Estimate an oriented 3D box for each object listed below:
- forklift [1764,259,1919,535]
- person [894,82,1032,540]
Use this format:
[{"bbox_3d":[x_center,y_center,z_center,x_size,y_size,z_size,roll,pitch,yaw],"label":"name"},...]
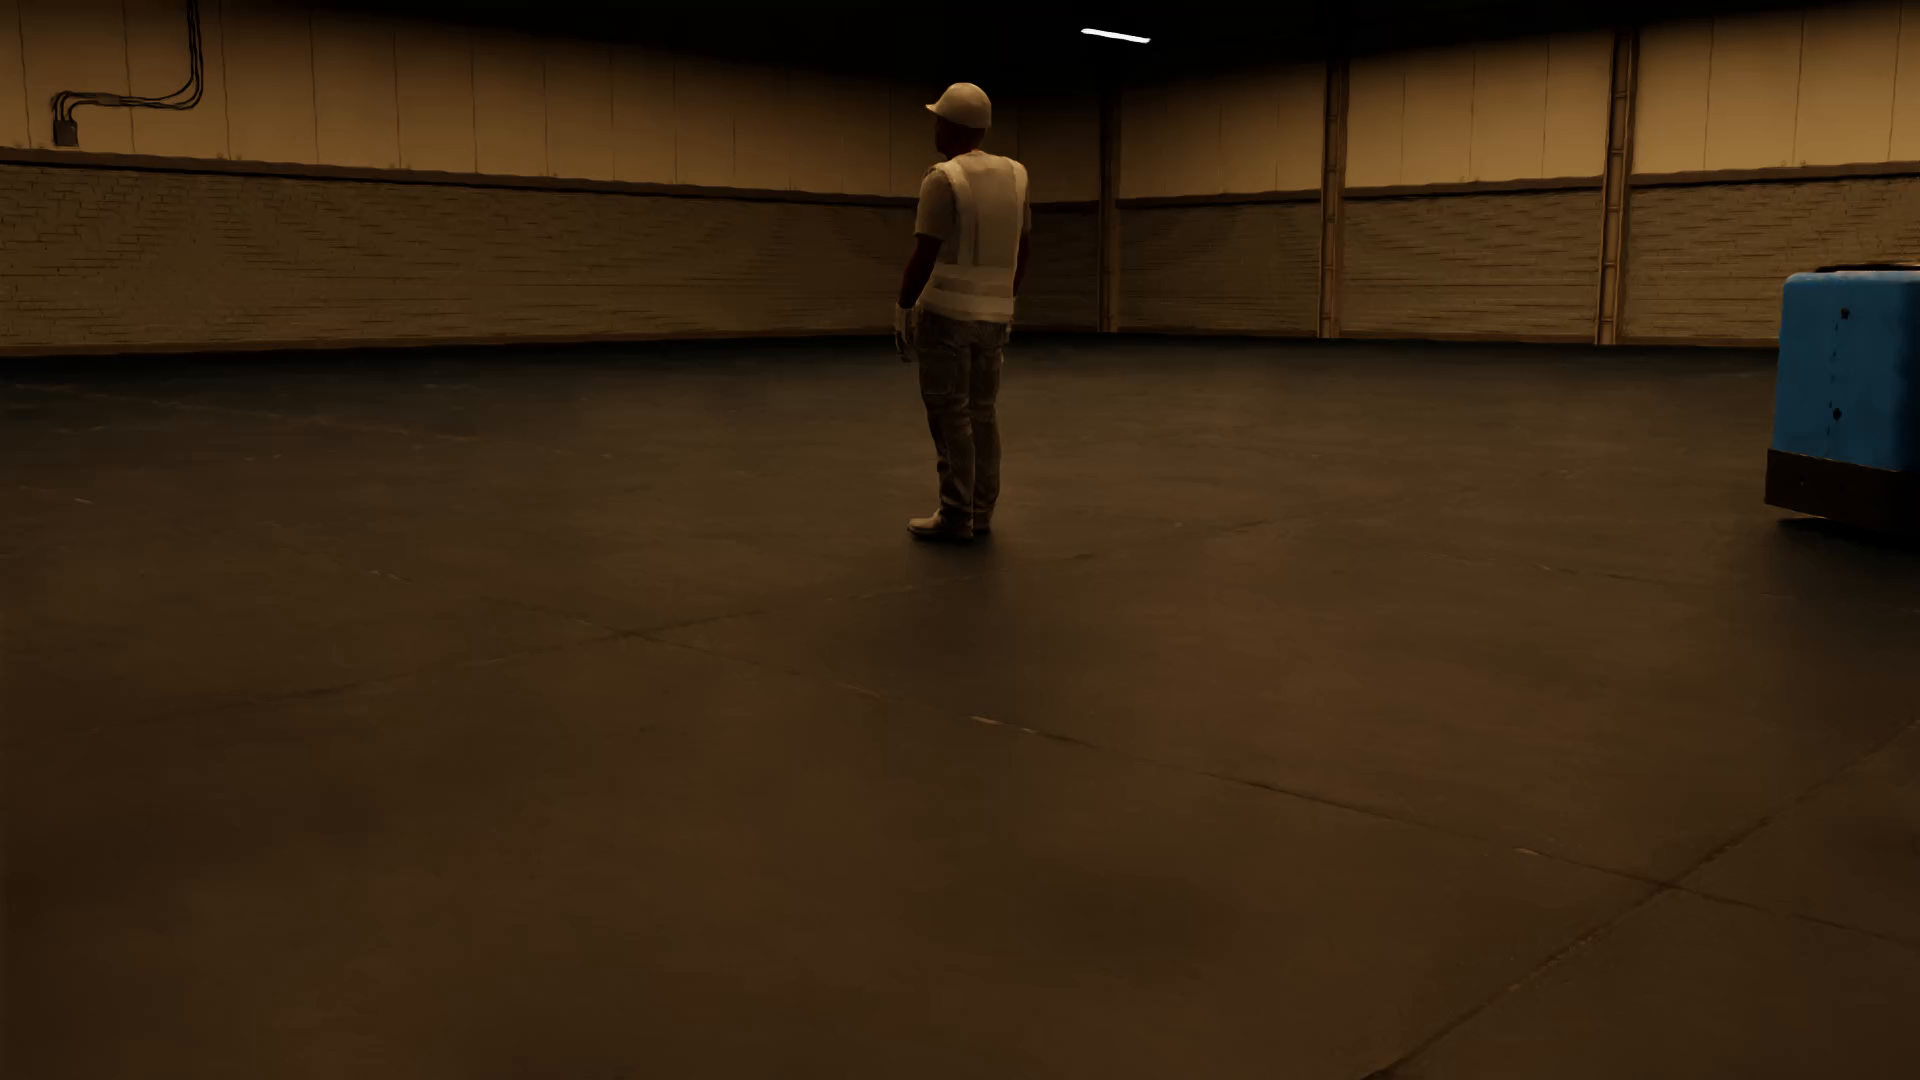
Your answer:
[{"bbox_3d":[5.067,-1.483,6.722,3.031,2.935,1.130,0,9,-2],"label":"forklift"},{"bbox_3d":[-0.046,-0.897,6.639,0.576,1.782,0.655,8,12,43],"label":"person"}]
